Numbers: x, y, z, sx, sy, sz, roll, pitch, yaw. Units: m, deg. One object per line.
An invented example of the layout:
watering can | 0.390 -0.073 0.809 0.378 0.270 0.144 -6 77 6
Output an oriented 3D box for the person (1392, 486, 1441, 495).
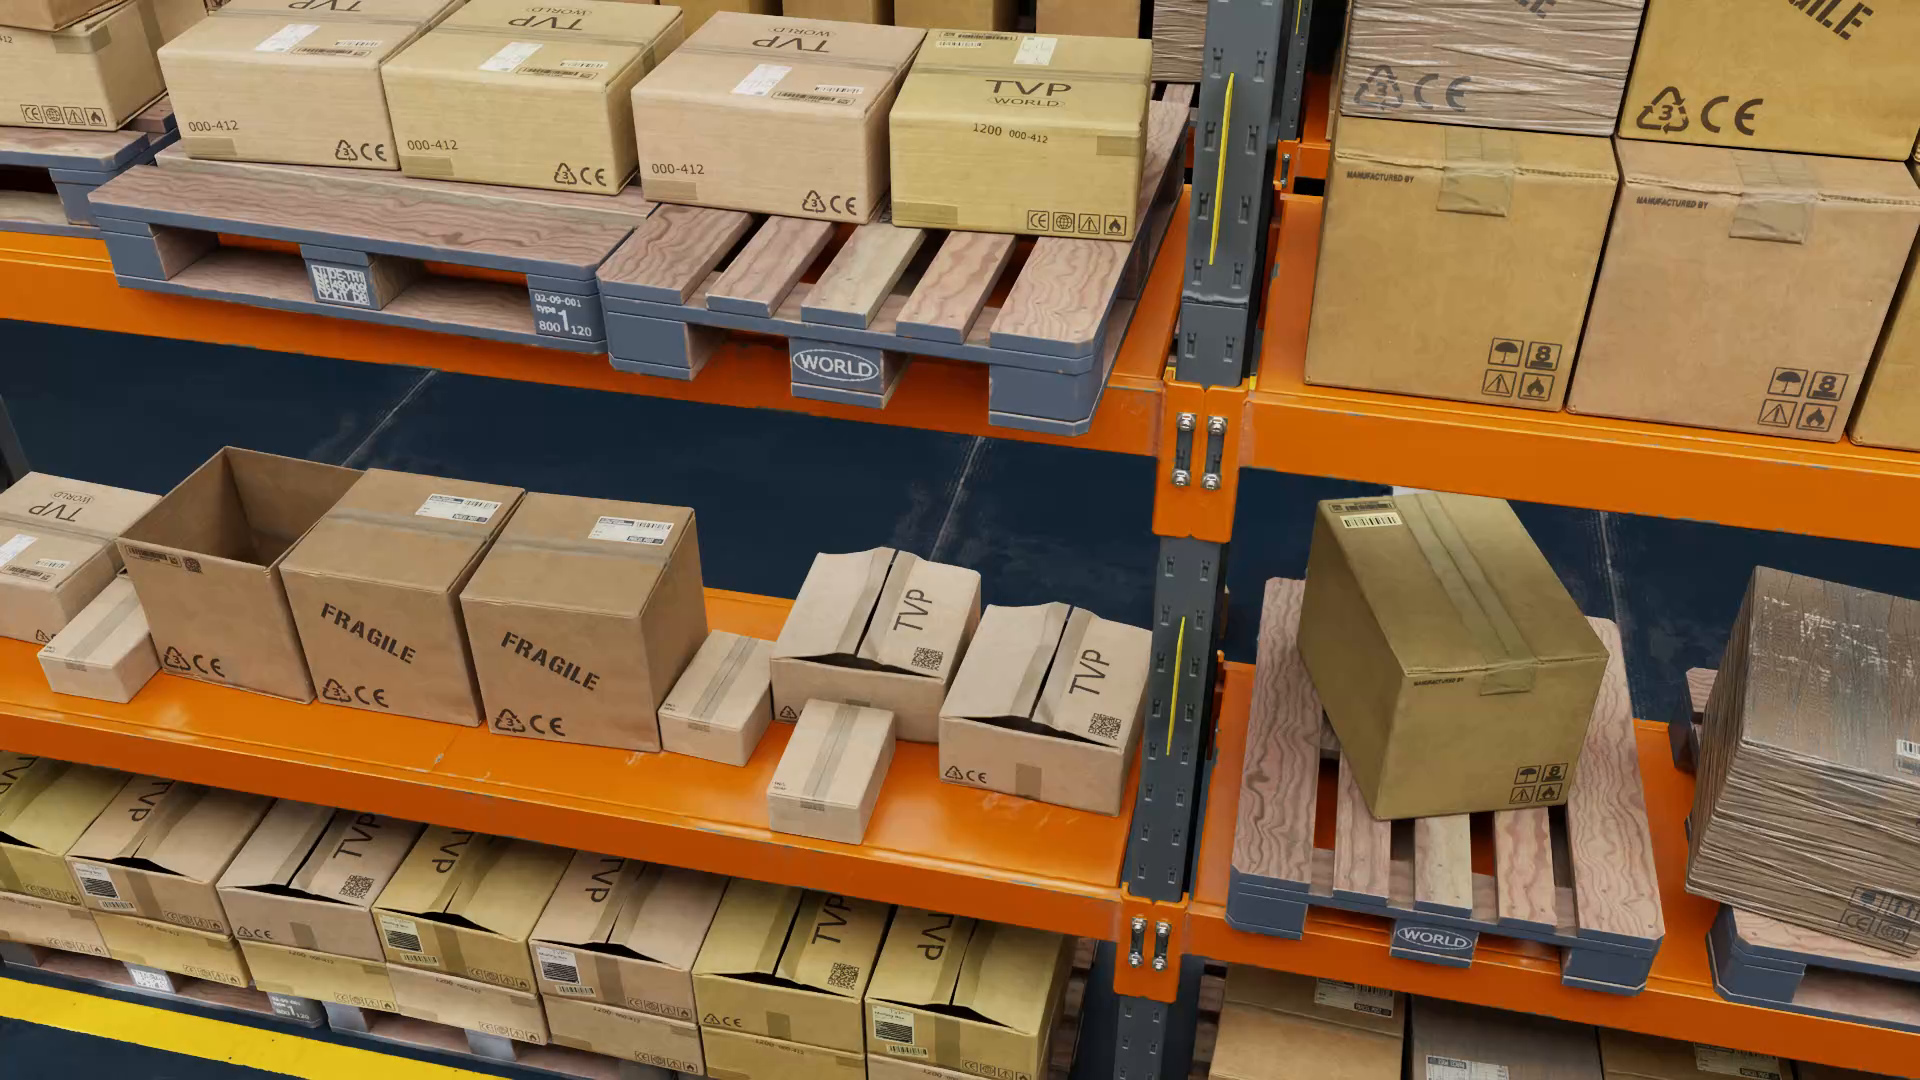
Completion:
person | 1.872 -0.397 6.695 1.001 1.745 0.572 -14 38 -18
